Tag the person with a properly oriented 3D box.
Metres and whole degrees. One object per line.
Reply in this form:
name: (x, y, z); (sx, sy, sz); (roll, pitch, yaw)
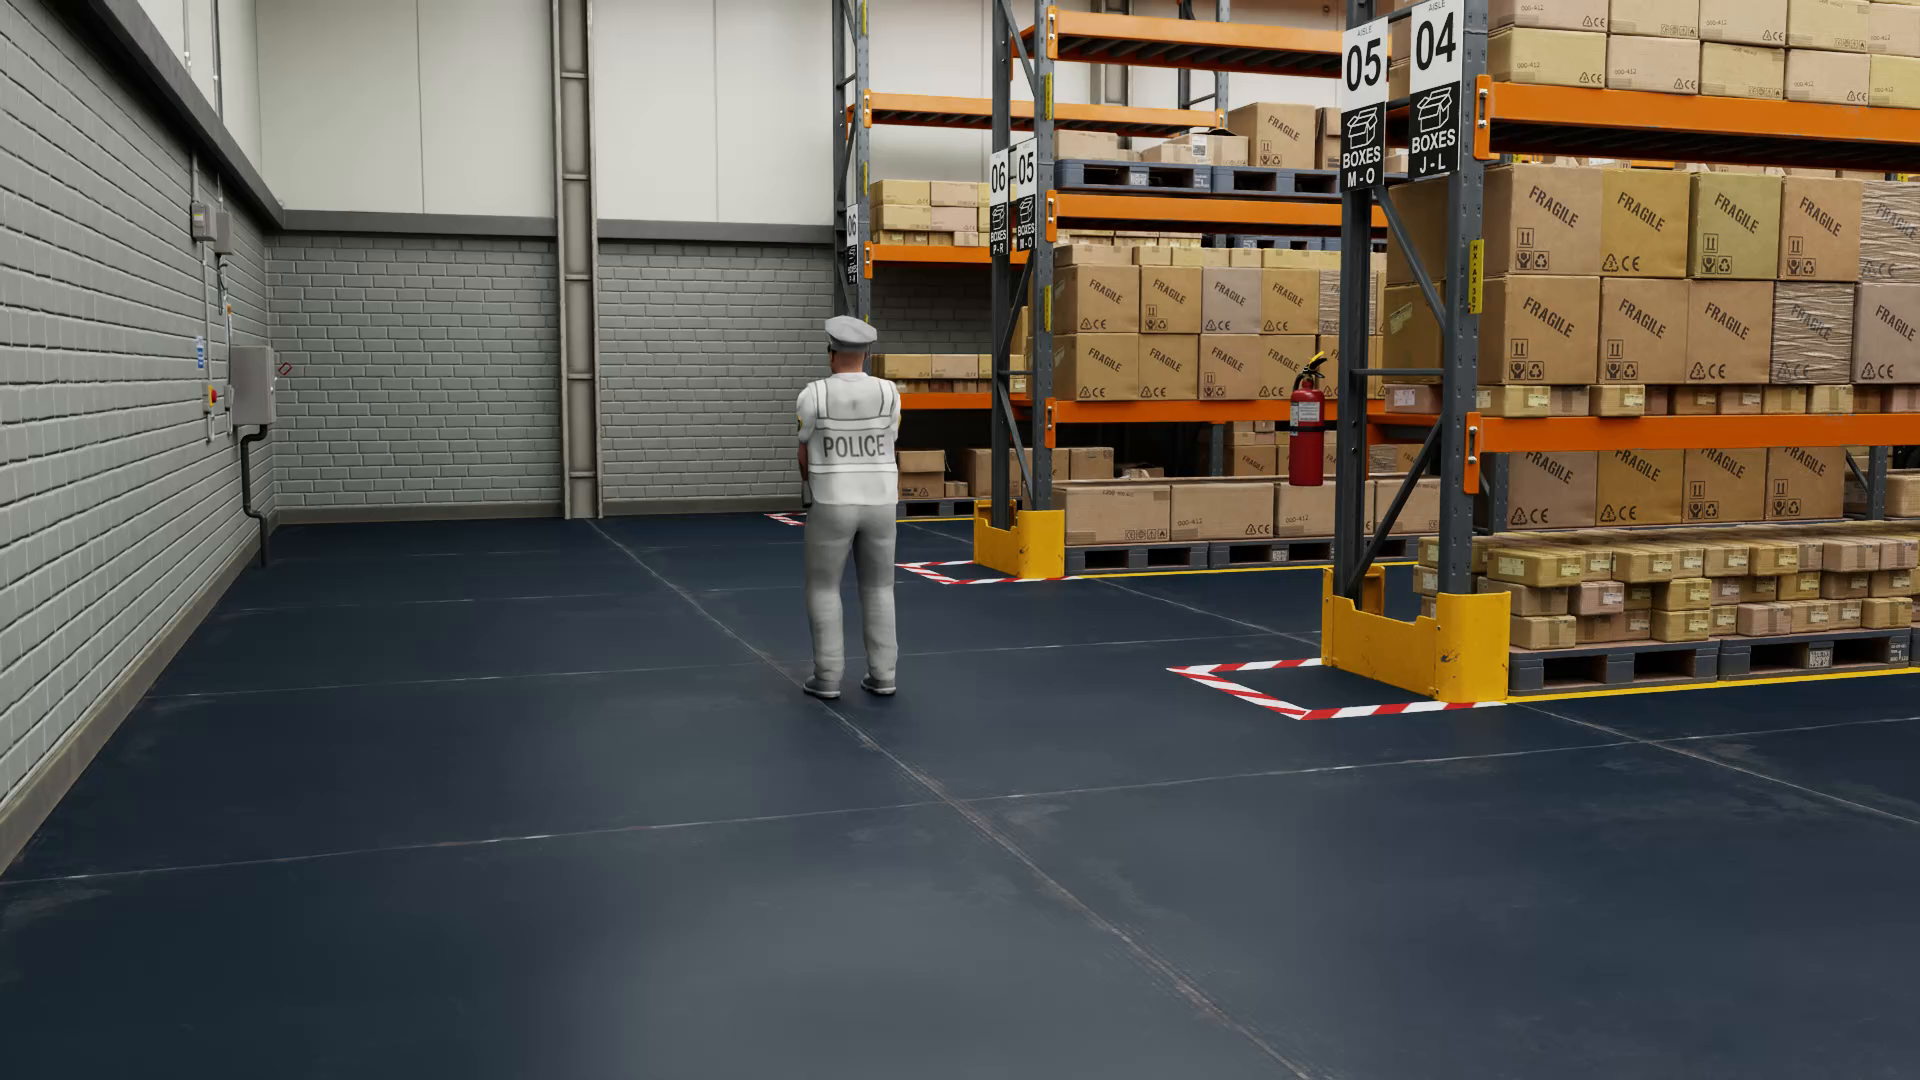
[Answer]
person: (-0.547, -0.162, 7.811); (0.494, 1.768, 0.572); (-2, 6, -19)
